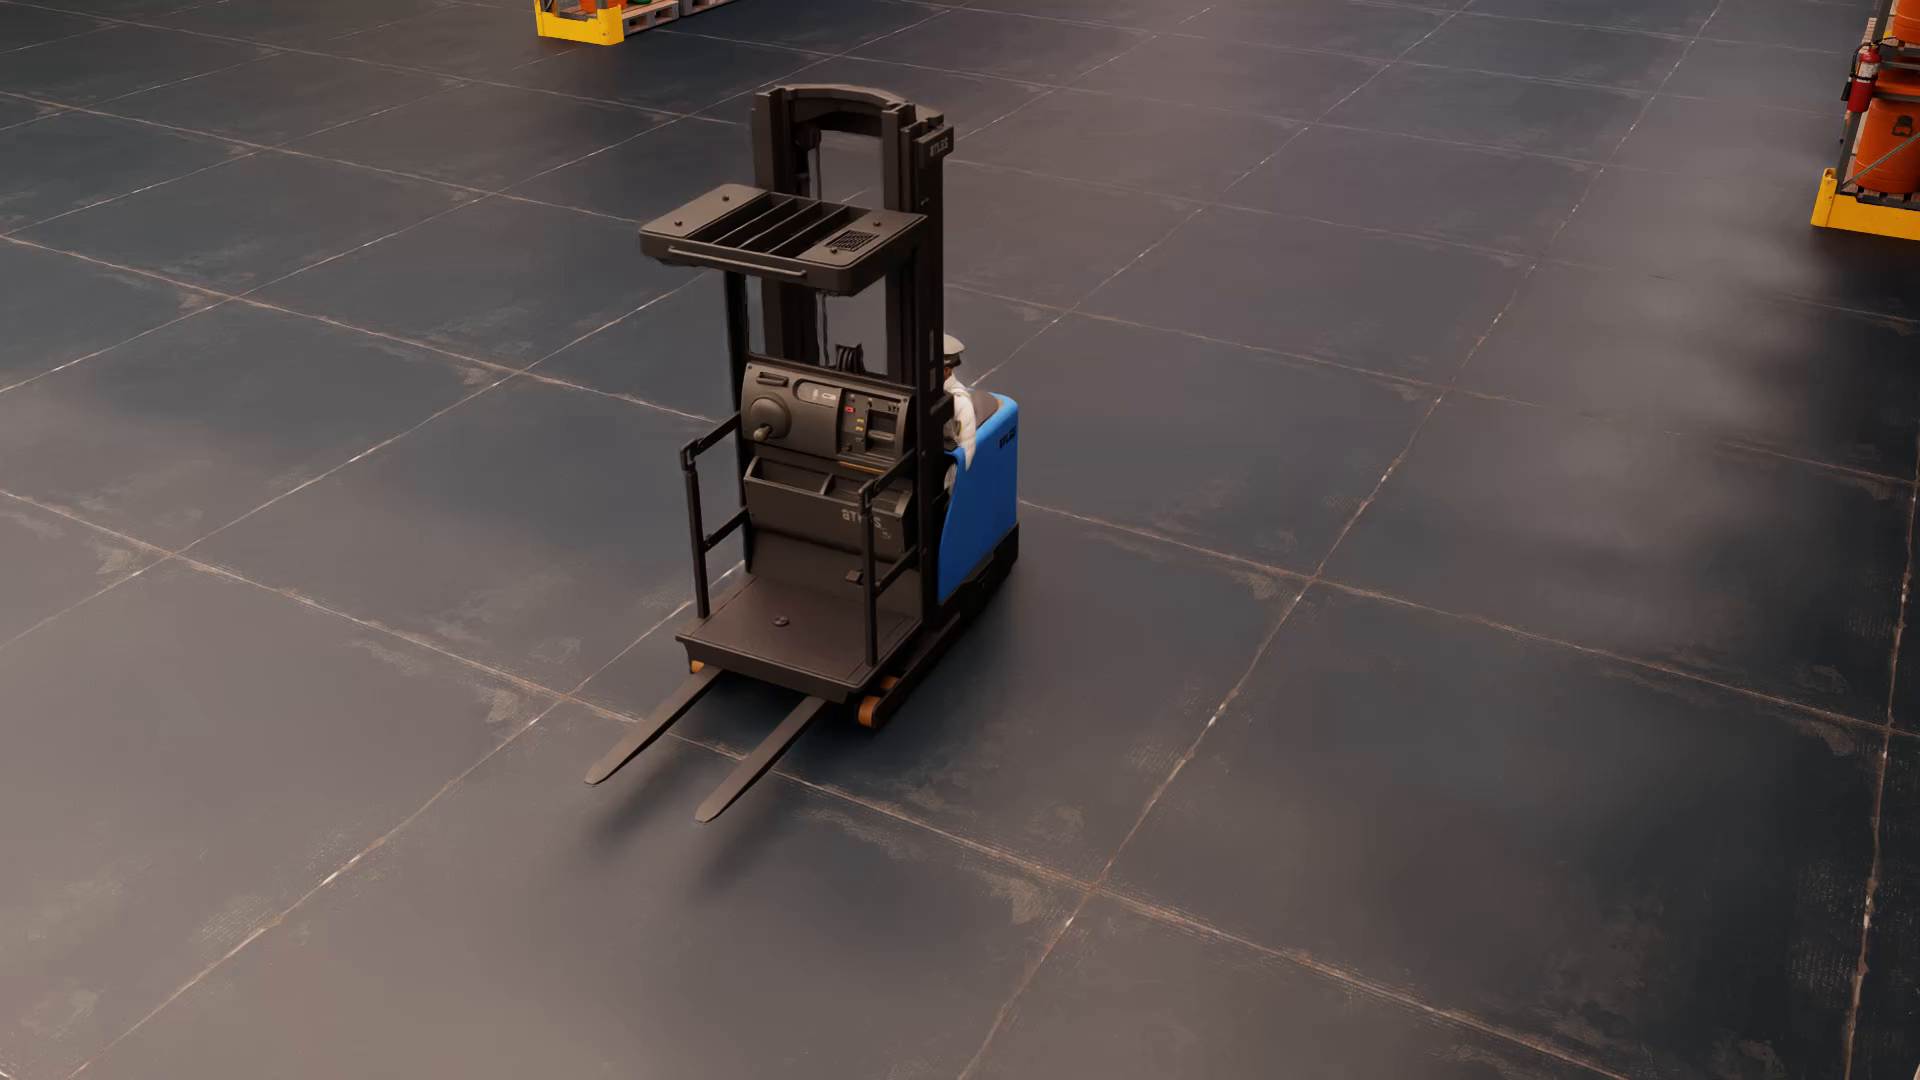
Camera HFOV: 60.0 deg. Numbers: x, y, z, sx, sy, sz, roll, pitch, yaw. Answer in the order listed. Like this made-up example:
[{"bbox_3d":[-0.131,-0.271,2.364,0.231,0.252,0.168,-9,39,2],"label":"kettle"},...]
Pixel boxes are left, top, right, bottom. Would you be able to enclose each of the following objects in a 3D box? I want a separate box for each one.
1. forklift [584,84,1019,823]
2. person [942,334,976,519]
[{"bbox_3d":[-0.764,-0.574,8.065,1.130,2.935,3.031,14,33,22],"label":"forklift"},{"bbox_3d":[-0.278,-0.359,8.998,0.658,1.519,0.720,-13,32,-21],"label":"person"}]
